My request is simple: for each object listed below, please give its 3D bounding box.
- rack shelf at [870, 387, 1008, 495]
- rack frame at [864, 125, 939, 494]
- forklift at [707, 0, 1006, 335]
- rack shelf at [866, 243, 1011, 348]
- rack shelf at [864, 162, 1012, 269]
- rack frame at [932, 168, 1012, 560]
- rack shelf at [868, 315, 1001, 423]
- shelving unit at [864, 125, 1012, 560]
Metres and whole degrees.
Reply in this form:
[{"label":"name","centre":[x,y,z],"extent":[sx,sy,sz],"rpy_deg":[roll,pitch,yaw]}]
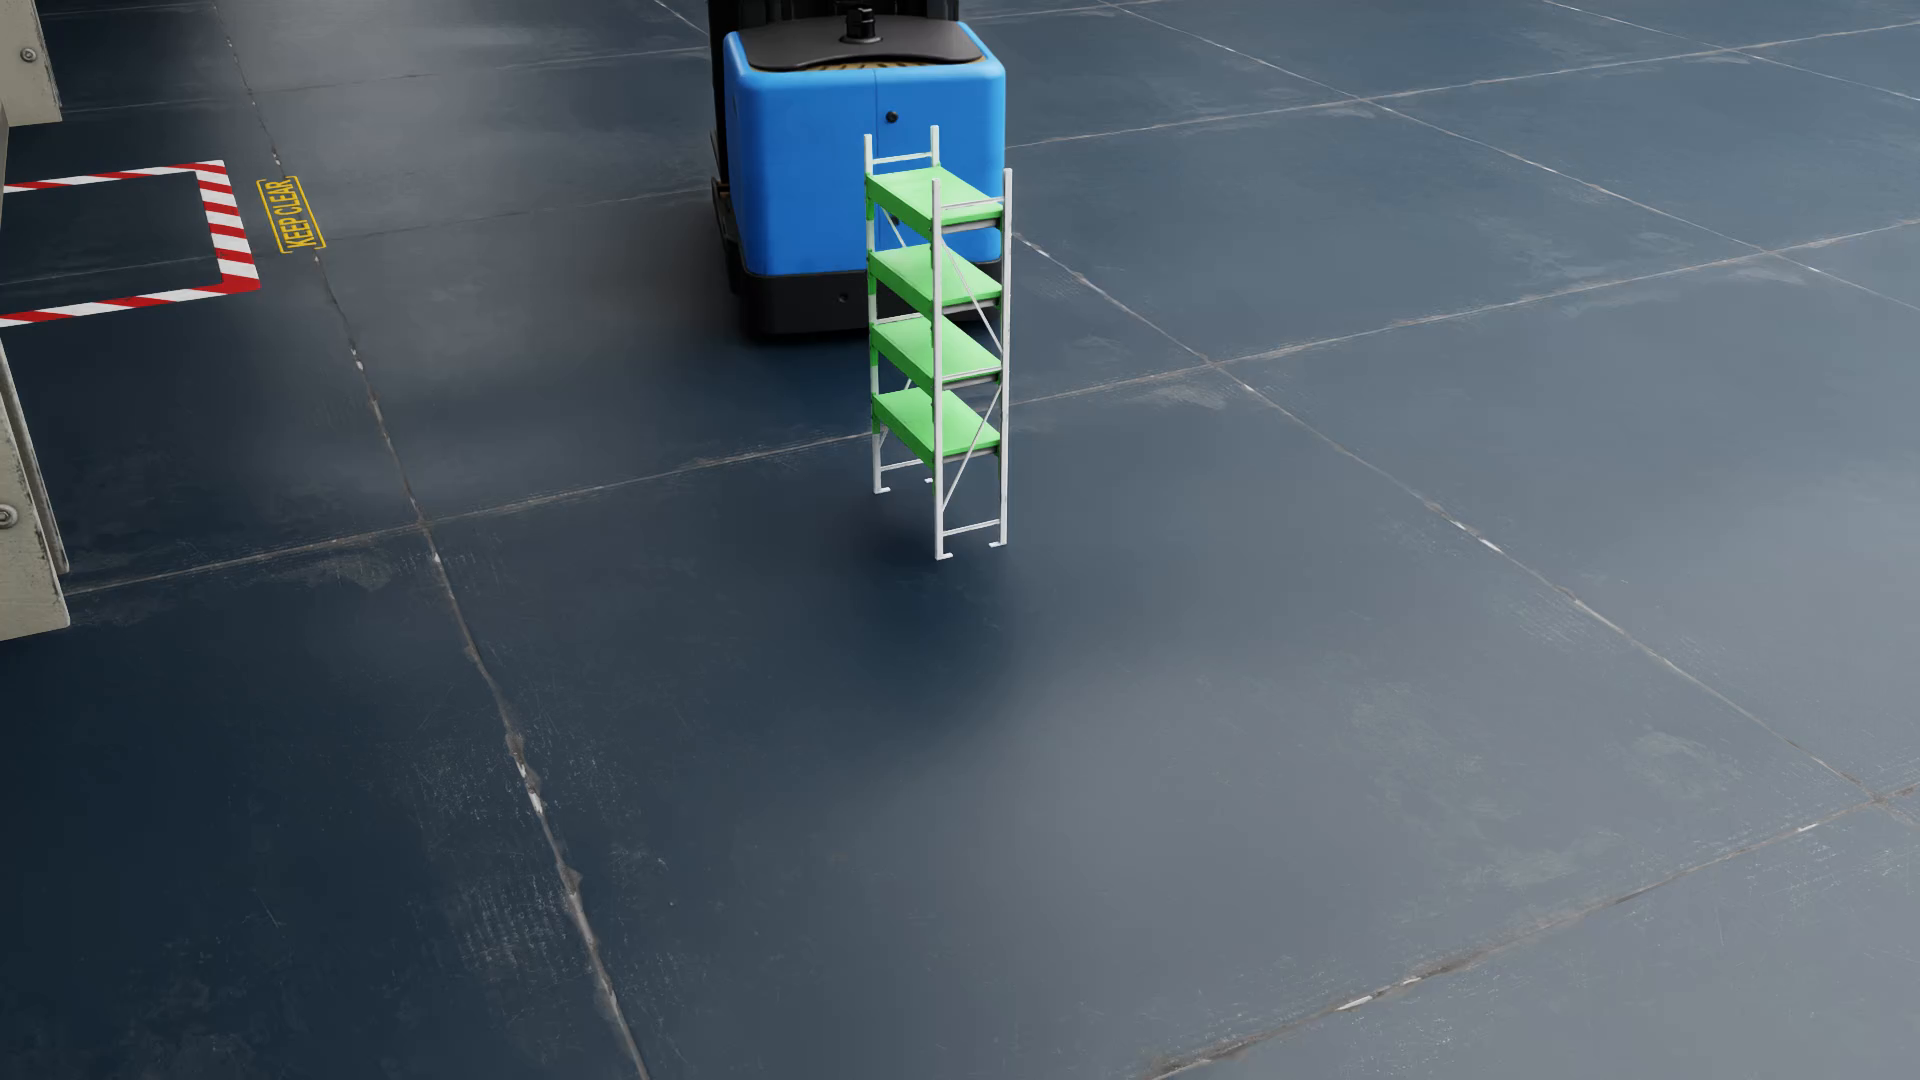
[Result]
[{"label":"rack shelf","centre":[-0.071,-0.331,5.236],"extent":[0.258,0.148,0.480],"rpy_deg":[-13,32,-22]},{"label":"rack frame","centre":[-0.176,-0.704,5.279],"extent":[0.240,1.200,0.015],"rpy_deg":[-13,32,-22]},{"label":"forklift","centre":[-0.594,-2.790,7.229],"extent":[1.130,2.935,3.031],"rpy_deg":[-5,30,-9]},{"label":"rack shelf","centre":[-0.071,-0.750,5.001],"extent":[0.258,0.148,0.480],"rpy_deg":[-13,32,-22]},{"label":"rack shelf","centre":[-0.071,-0.959,4.883],"extent":[0.258,0.148,0.480],"rpy_deg":[-13,32,-22]},{"label":"rack frame","centre":[0.034,-0.489,4.895],"extent":[0.240,1.200,0.015],"rpy_deg":[-13,32,-22]},{"label":"rack shelf","centre":[-0.071,-0.541,5.118],"extent":[0.258,0.148,0.480],"rpy_deg":[-13,32,-22]},{"label":"shelving unit","centre":[-0.071,-0.596,5.087],"extent":[0.258,1.200,0.503],"rpy_deg":[-13,32,-22]}]
